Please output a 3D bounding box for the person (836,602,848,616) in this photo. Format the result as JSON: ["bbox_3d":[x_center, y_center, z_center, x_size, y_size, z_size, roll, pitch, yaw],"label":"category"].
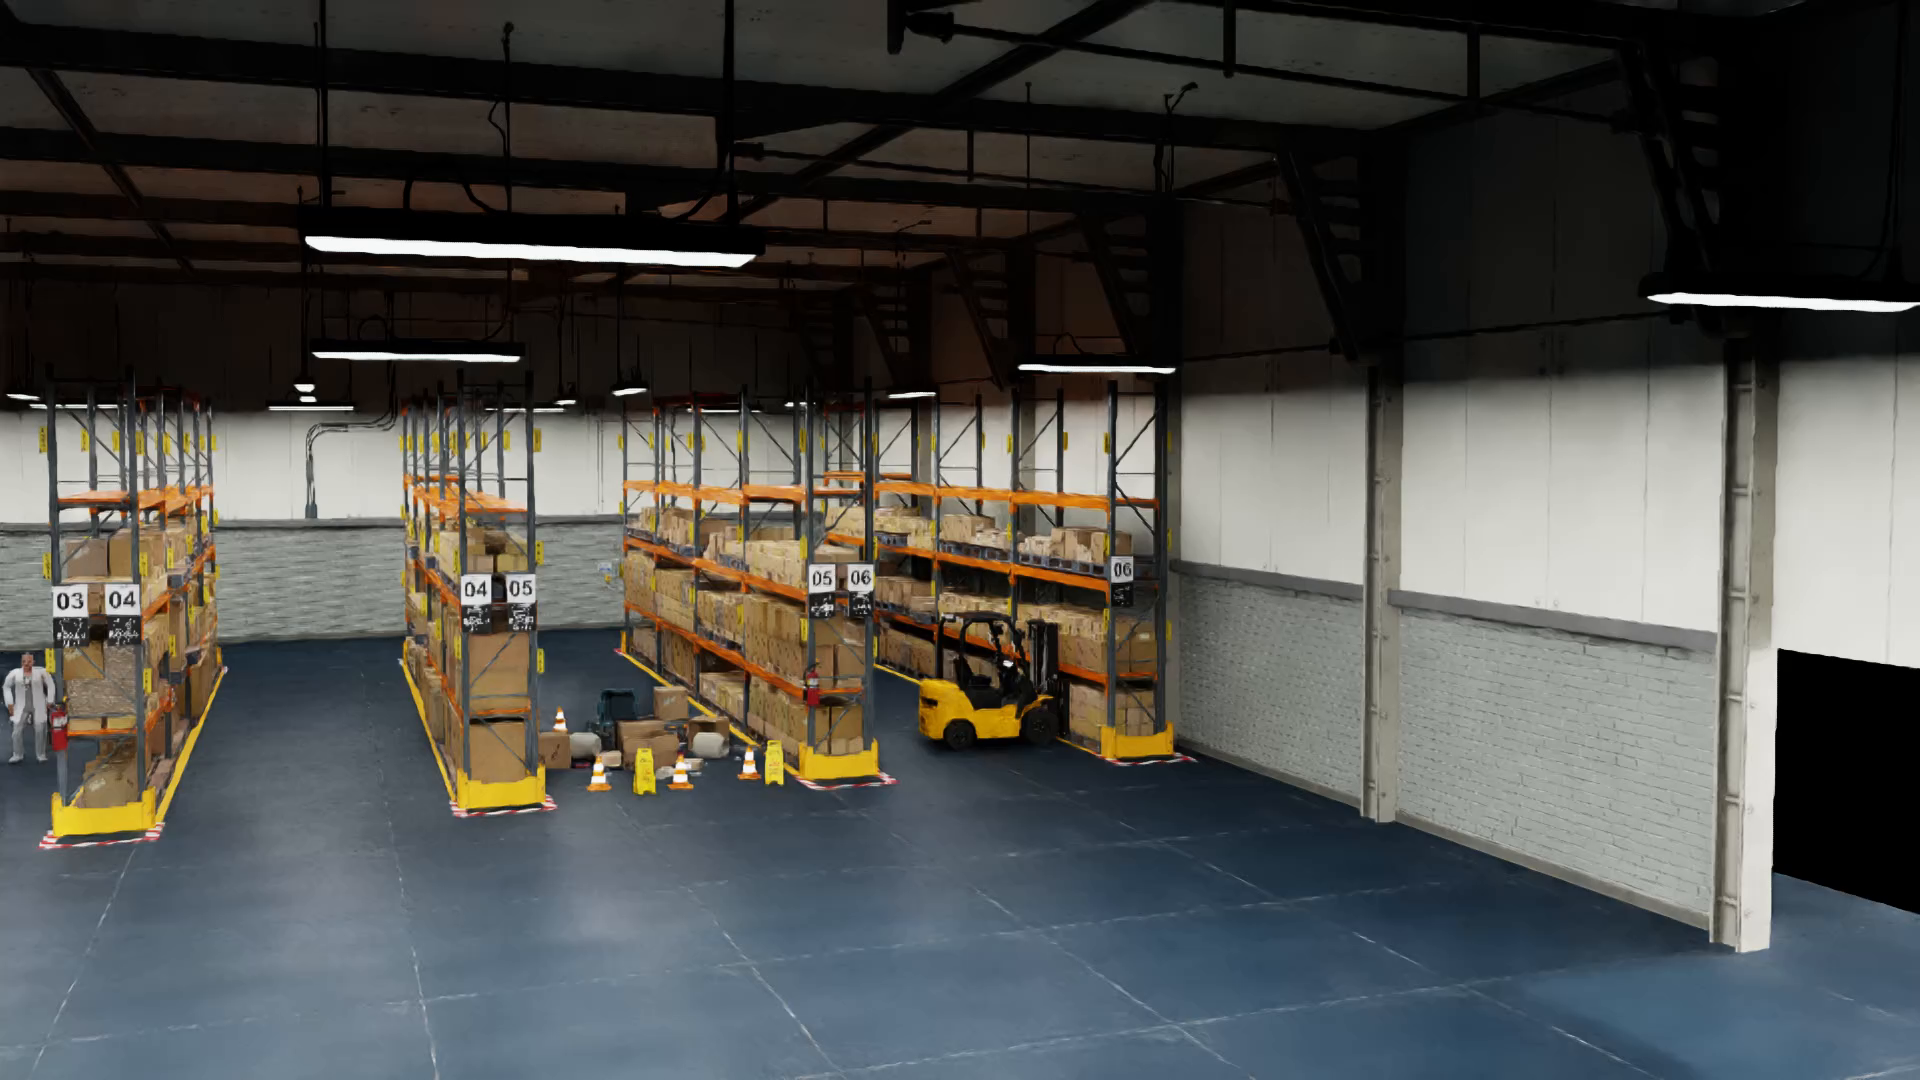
[{"bbox_3d":[-2.998,1.683,43.009,0.517,1.592,0.356,3,4,39],"label":"person"}]

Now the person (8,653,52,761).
[{"bbox_3d":[-14.598,2.616,26.092,0.688,1.733,0.546,-1,4,-23],"label":"person"}]
